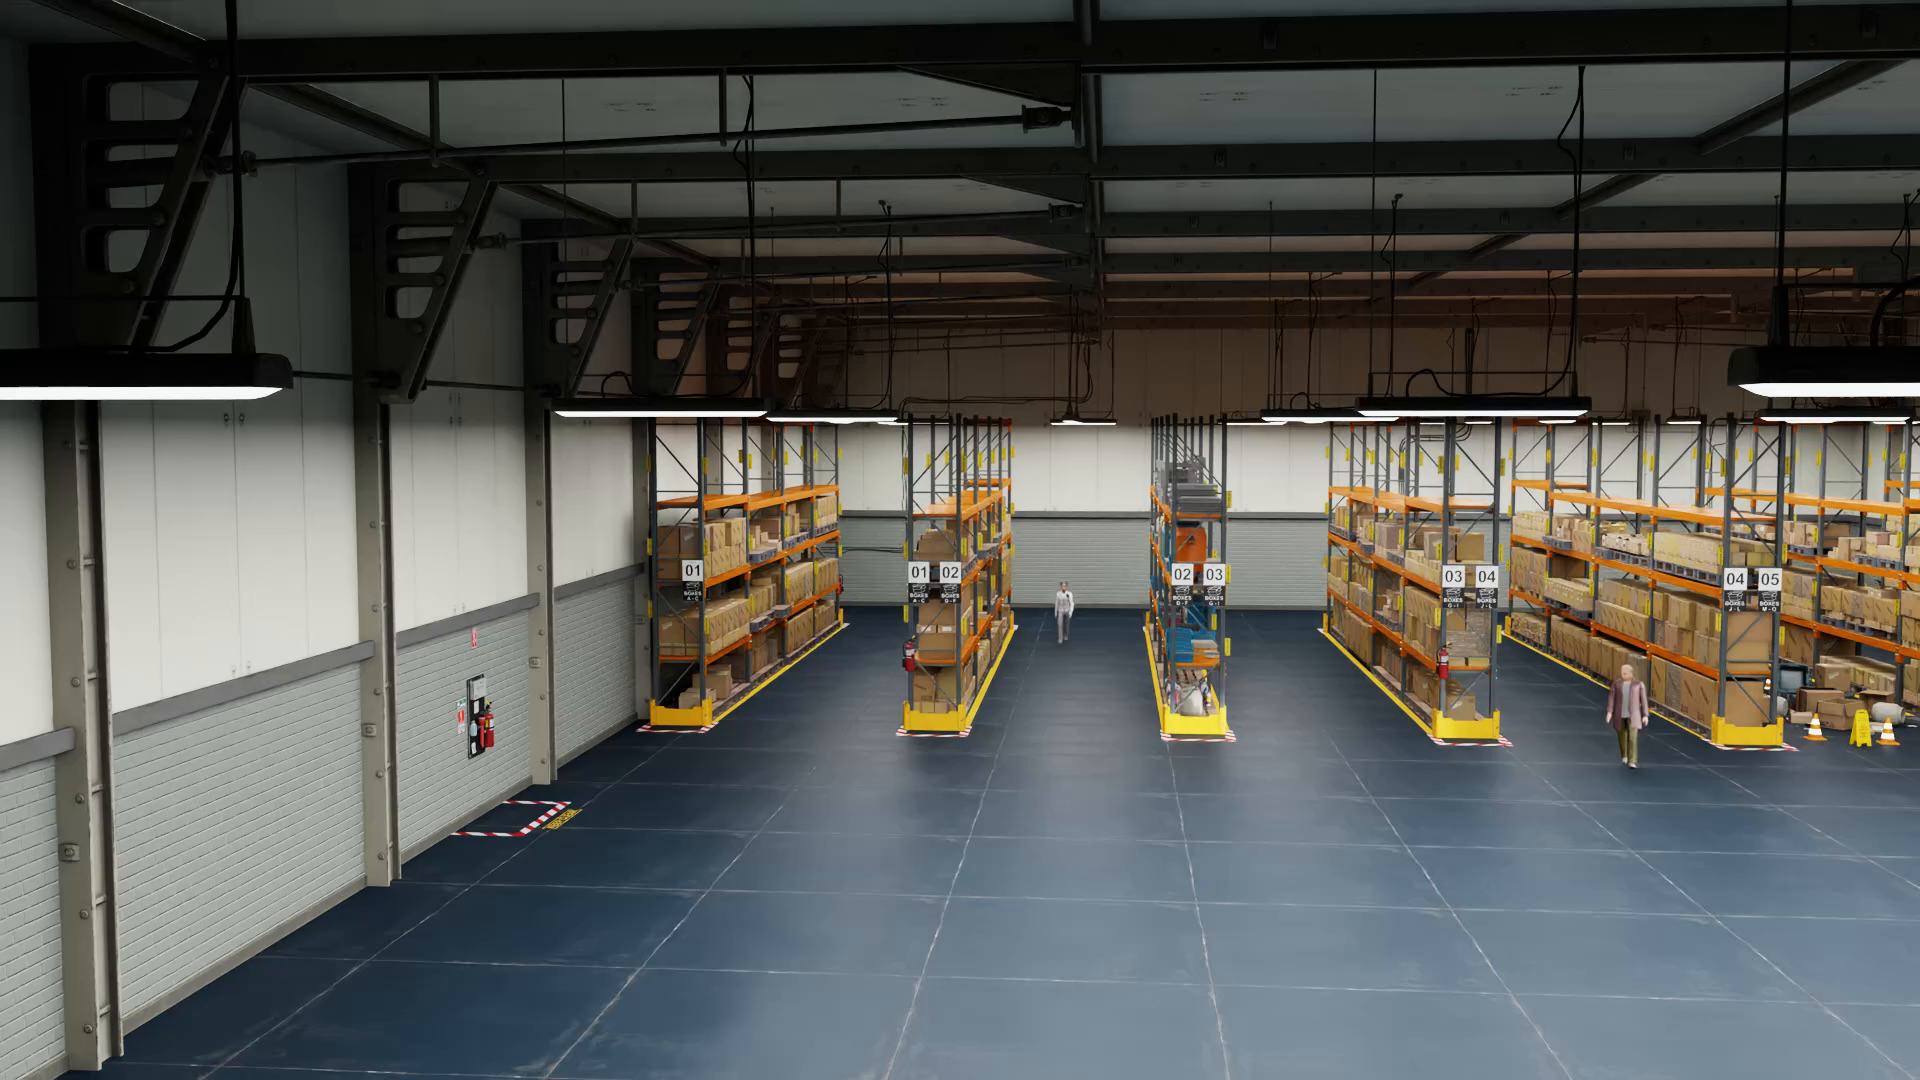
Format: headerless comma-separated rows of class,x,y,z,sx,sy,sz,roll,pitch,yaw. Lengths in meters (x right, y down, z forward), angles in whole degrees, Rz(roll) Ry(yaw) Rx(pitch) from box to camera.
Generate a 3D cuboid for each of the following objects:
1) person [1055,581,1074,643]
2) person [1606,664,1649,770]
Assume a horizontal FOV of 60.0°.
person,2.781,1.904,44.240,0.504,1.614,1.038,0,4,0
person,11.223,2.965,28.012,0.649,1.742,0.981,3,5,37
